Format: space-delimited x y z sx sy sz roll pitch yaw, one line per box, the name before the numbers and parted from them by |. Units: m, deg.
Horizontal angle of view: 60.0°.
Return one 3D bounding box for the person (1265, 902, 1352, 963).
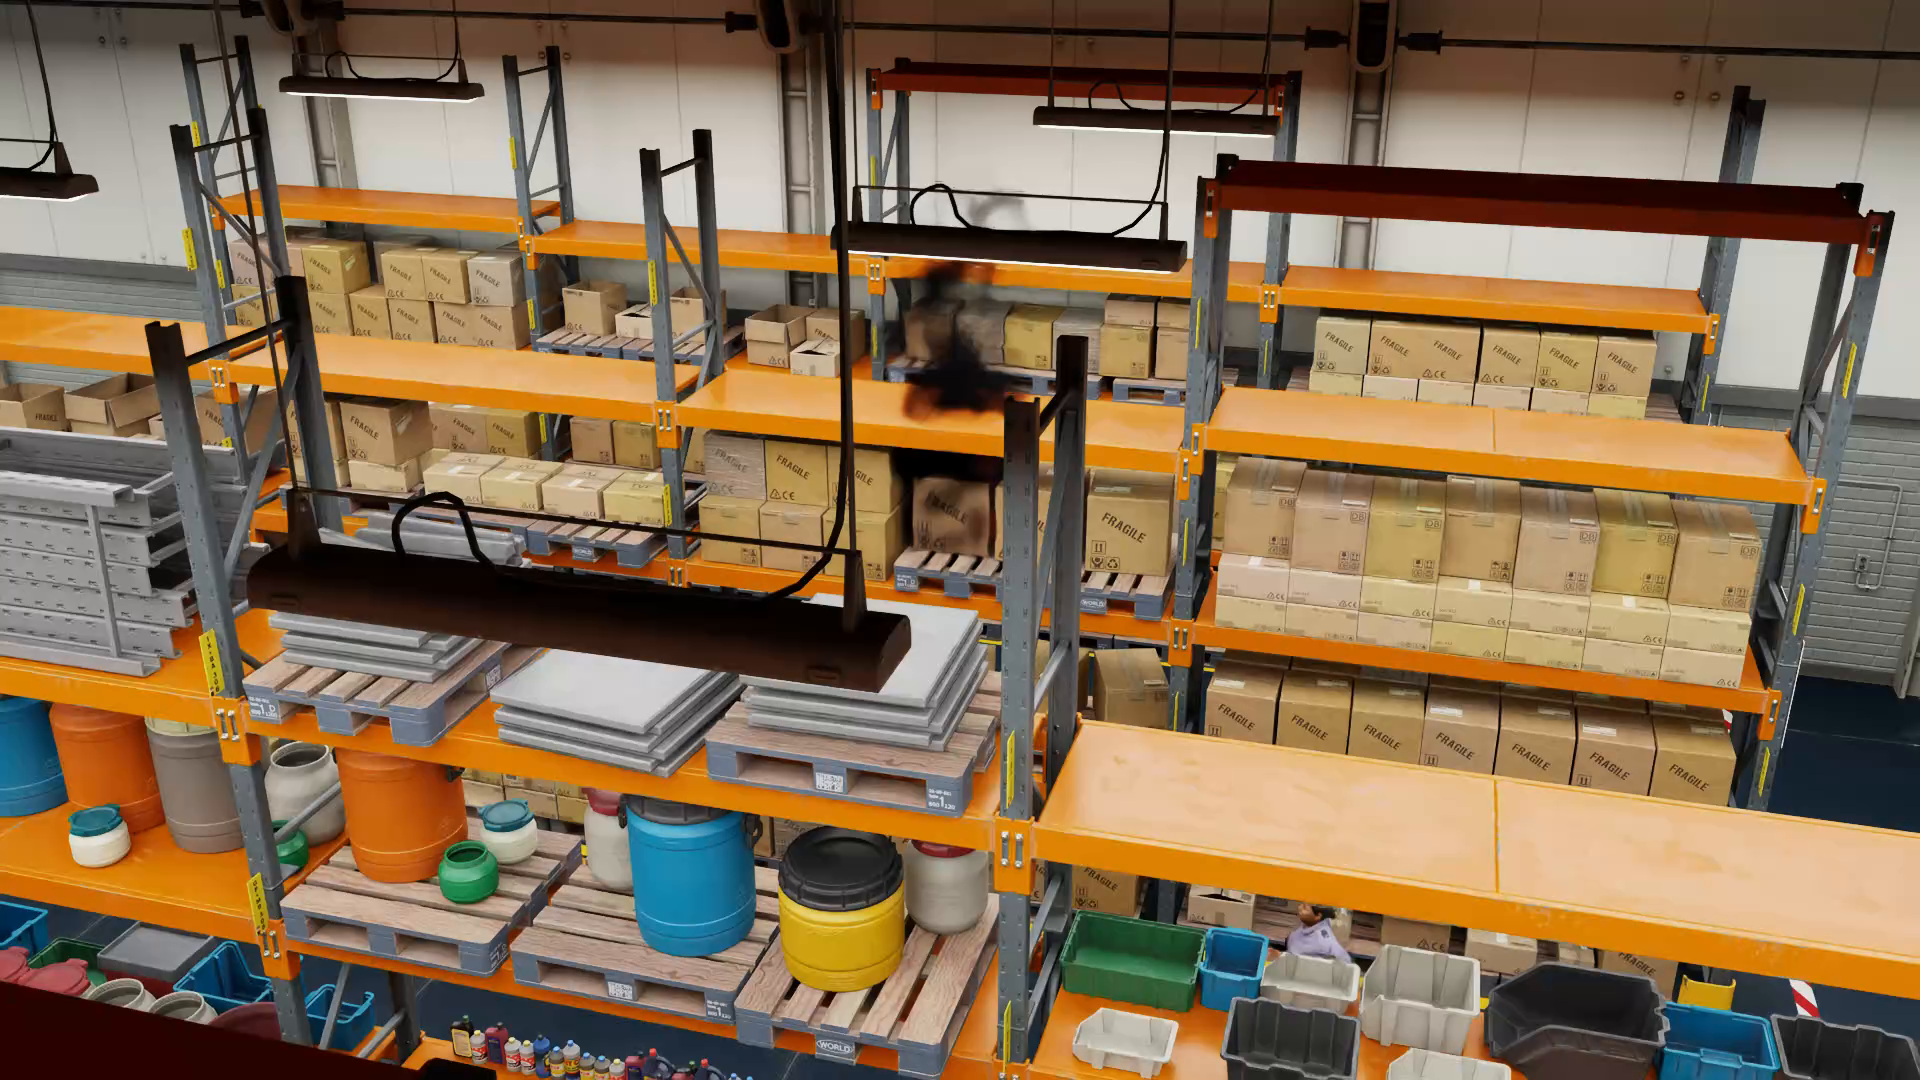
person | 2.323 3.026 11.037 0.686 1.606 0.580 4 23 8
